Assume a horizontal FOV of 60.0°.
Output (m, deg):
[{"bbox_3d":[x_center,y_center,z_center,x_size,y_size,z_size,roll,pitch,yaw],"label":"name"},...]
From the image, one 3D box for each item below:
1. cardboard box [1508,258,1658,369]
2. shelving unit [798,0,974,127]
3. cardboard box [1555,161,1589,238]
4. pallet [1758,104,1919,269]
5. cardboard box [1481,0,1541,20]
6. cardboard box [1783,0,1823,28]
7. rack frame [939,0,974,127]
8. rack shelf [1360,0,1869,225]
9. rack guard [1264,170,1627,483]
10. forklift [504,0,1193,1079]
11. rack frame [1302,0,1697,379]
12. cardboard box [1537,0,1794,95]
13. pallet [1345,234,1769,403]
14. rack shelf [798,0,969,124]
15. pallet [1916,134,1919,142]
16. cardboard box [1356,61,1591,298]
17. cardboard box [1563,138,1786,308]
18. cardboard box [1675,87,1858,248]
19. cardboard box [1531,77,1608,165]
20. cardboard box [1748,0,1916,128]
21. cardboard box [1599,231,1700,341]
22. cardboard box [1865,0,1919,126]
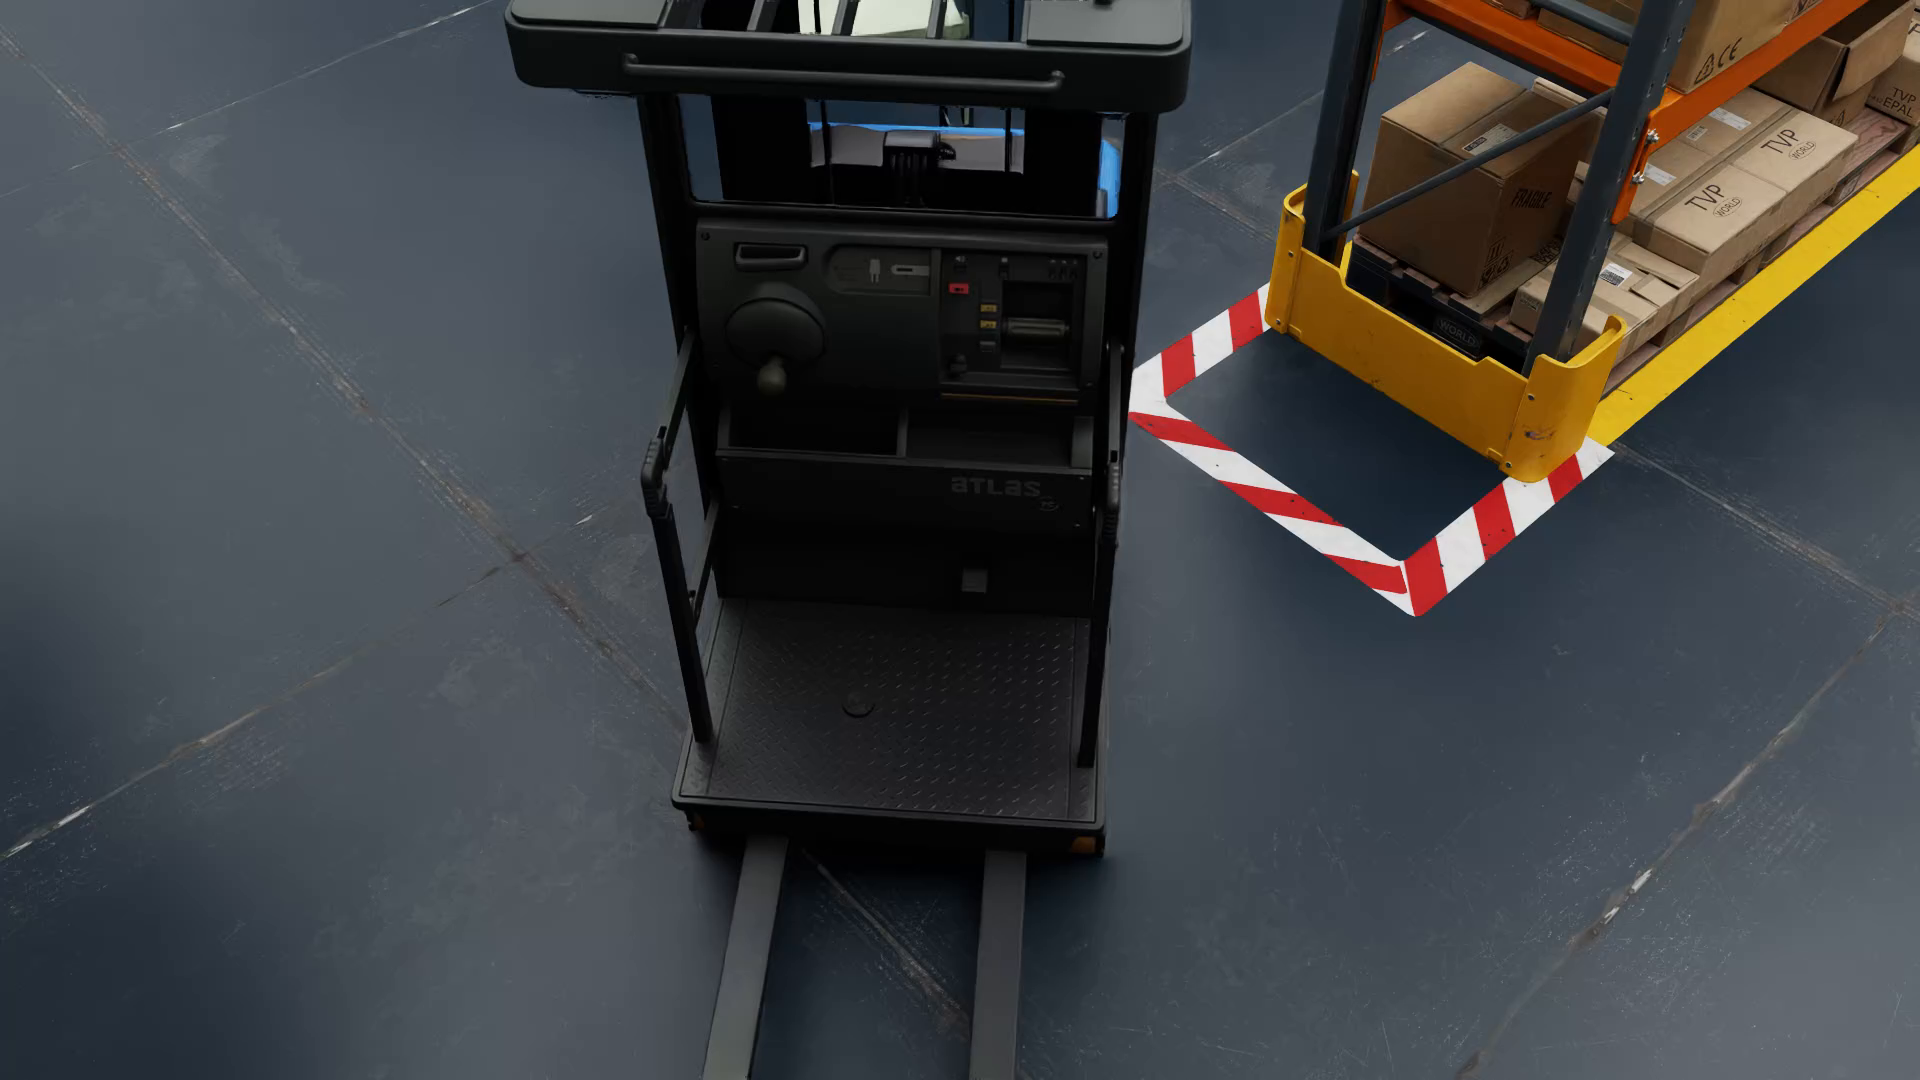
[{"bbox_3d":[2.073,-0.750,5.542,0.250,0.149,0.380,-34,56,-27],"label":"cardboard box"},{"bbox_3d":[-0.370,-1.234,5.368,0.755,1.500,0.431,-10,48,-9],"label":"shelving unit"},{"bbox_3d":[2.128,-1.290,6.028,0.250,0.166,0.380,-34,56,-27],"label":"cardboard box"},{"bbox_3d":[3.079,-1.634,6.615,1.213,0.211,1.003,-34,56,-27],"label":"pallet"},{"bbox_3d":[1.680,-1.951,4.941,0.500,0.500,0.500,-32,55,-26],"label":"cardboard box"},{"bbox_3d":[2.415,-1.916,4.909,0.500,0.500,0.500,-34,56,-27],"label":"cardboard box"},{"bbox_3d":[-0.013,-1.295,5.424,0.023,1.500,0.400,-10,48,-9],"label":"rack frame"},{"bbox_3d":[3.011,-2.293,5.814,4.000,0.370,1.077,-34,56,-27],"label":"rack shelf"},{"bbox_3d":[1.588,-0.738,5.590,0.348,0.500,1.175,-34,56,-27],"label":"rack guard"},{"bbox_3d":[-0.149,-0.415,3.639,1.130,2.935,3.031,3,47,3],"label":"forklift"},{"bbox_3d":[1.532,-1.548,4.637,0.127,3.000,1.000,-34,56,-27],"label":"rack frame"},{"bbox_3d":[2.037,-1.658,4.671,0.500,0.500,0.500,-33,55,-26],"label":"cardboard box"},{"bbox_3d":[2.177,-1.034,6.061,1.213,0.211,1.003,-34,56,-27],"label":"pallet"},{"bbox_3d":[-0.370,-1.498,5.081,0.720,0.370,0.431,-10,48,-9],"label":"rack shelf"},{"bbox_3d":[3.982,-2.241,7.174,1.213,0.211,1.003,-34,56,-27],"label":"pallet"},{"bbox_3d":[1.768,-1.252,5.766,0.500,0.500,0.500,-34,56,-27],"label":"cardboard box"},{"bbox_3d":[2.495,-1.126,5.820,0.500,0.250,0.500,-34,56,-27],"label":"cardboard box"},{"bbox_3d":[2.865,-1.374,6.048,0.500,0.250,0.500,-34,56,-27],"label":"cardboard box"},{"bbox_3d":[2.491,-1.621,6.276,0.500,0.250,0.500,-34,56,-27],"label":"cardboard box"},{"bbox_3d":[3.105,-1.896,6.358,0.637,0.503,0.797,-34,56,-27],"label":"cardboard box"},{"bbox_3d":[2.258,-0.880,5.649,0.250,0.166,0.380,-34,56,-27],"label":"cardboard box"},{"bbox_3d":[3.706,-1.956,6.544,0.500,0.311,0.500,-34,56,-27],"label":"cardboard box"}]
